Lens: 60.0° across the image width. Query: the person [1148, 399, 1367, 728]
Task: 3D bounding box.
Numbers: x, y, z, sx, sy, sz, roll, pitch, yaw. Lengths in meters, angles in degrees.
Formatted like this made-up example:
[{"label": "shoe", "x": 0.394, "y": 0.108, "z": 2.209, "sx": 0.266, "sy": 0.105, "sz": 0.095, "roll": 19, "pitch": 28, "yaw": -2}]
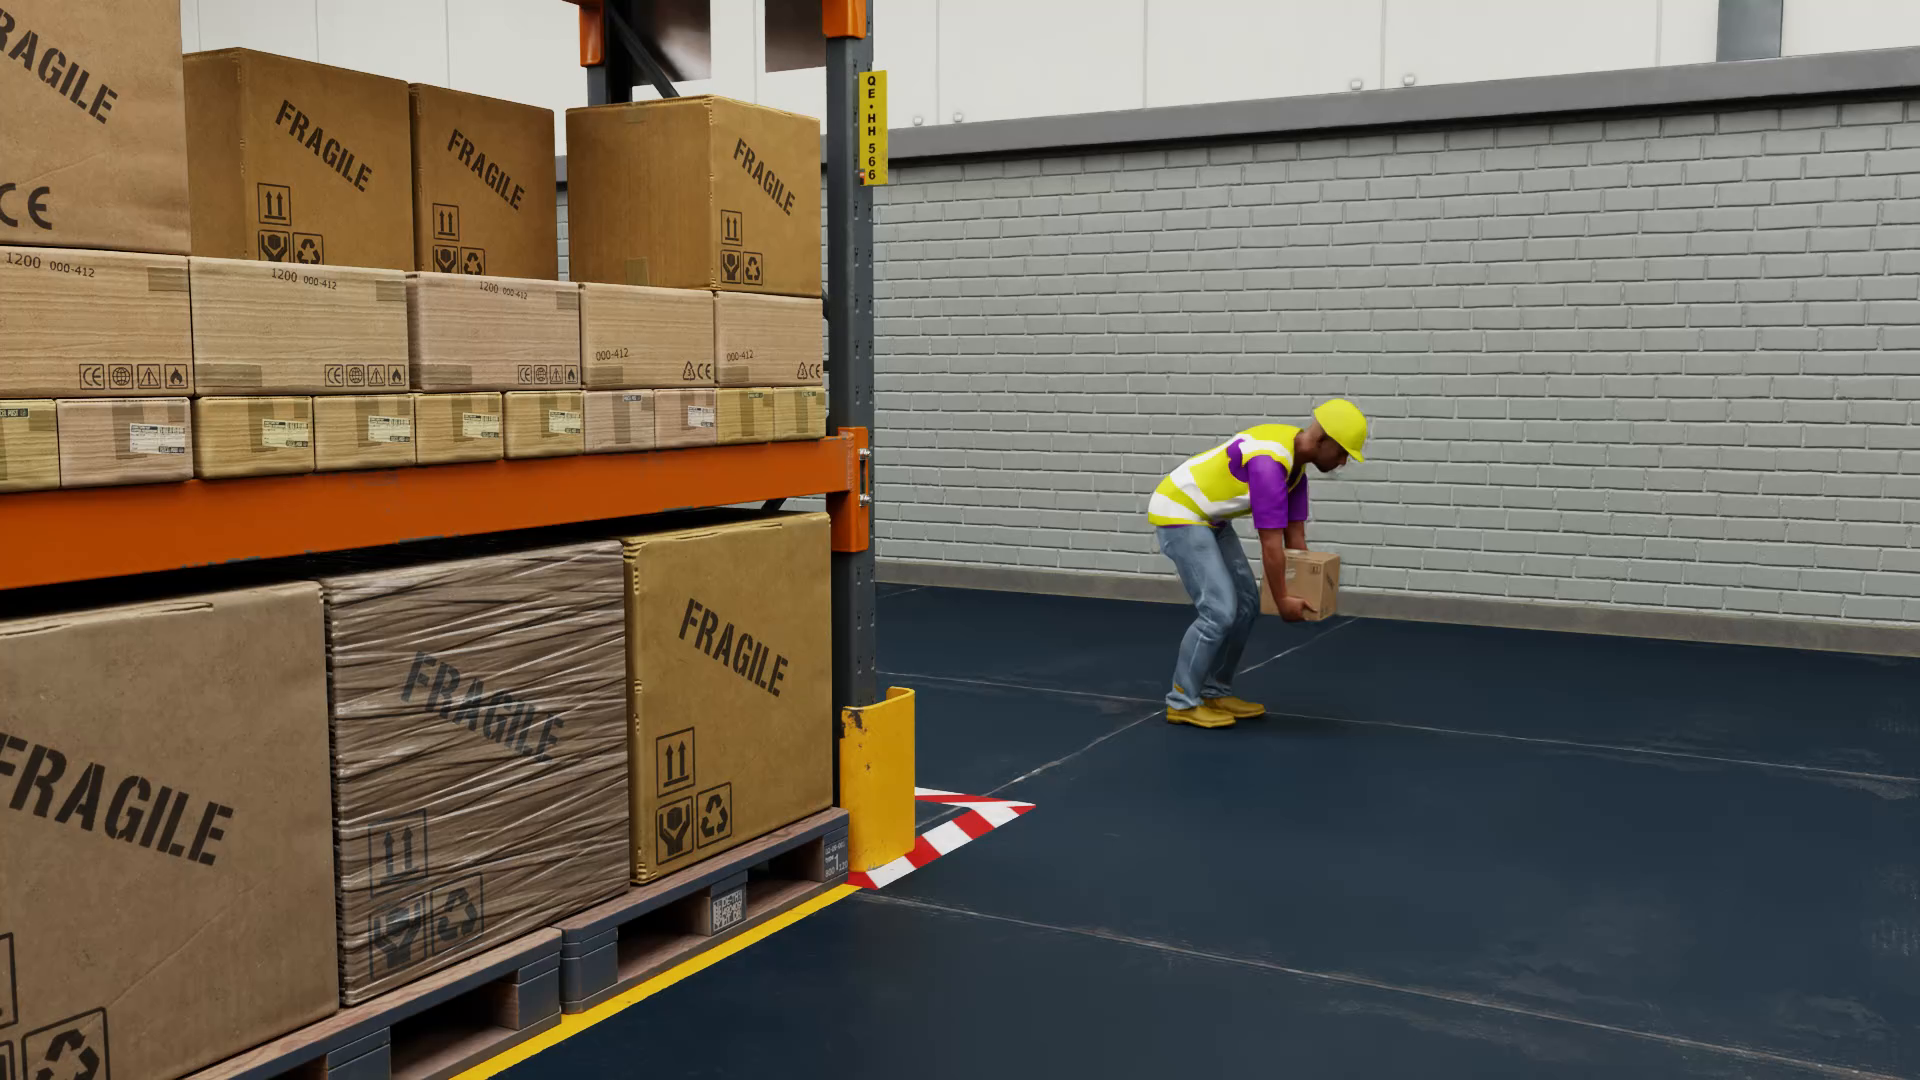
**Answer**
[{"label": "person", "x": 1.249, "y": 0.093, "z": 7.004, "sx": 0.897, "sy": 1.376, "sz": 0.490, "roll": 3, "pitch": 7, "yaw": 27}]
